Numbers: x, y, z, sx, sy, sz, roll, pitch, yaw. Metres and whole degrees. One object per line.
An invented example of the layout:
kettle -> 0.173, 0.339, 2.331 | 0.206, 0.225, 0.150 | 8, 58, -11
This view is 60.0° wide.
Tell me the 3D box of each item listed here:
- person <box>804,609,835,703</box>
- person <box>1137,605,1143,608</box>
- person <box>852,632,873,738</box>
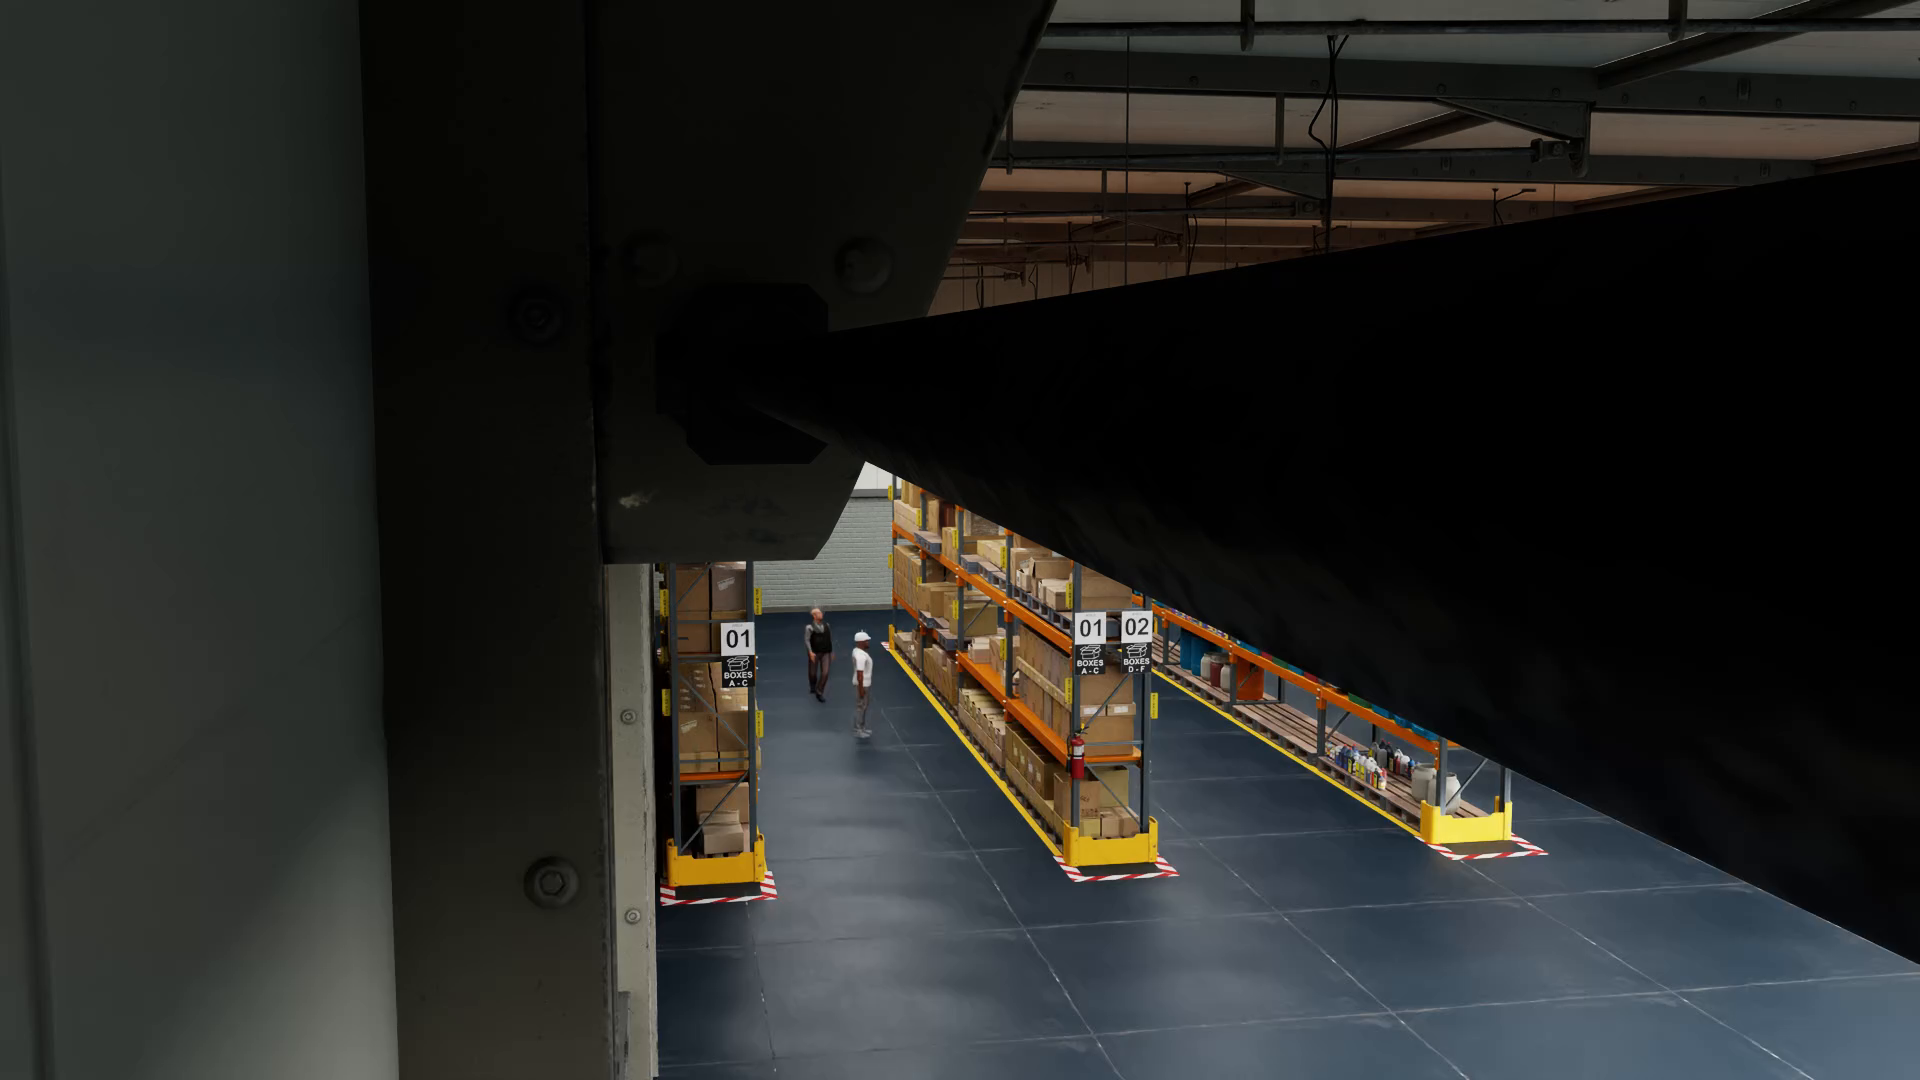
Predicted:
person -> -2.600, 2.129, 30.996 | 0.637, 1.695, 0.690 | -3, 7, -22
person -> 4.408, 1.114, 40.106 | 0.617, 1.771, 0.438 | -2, 7, -20
person -> -1.629, 2.411, 27.790 | 0.345, 1.771, 0.681 | 0, 6, -2
